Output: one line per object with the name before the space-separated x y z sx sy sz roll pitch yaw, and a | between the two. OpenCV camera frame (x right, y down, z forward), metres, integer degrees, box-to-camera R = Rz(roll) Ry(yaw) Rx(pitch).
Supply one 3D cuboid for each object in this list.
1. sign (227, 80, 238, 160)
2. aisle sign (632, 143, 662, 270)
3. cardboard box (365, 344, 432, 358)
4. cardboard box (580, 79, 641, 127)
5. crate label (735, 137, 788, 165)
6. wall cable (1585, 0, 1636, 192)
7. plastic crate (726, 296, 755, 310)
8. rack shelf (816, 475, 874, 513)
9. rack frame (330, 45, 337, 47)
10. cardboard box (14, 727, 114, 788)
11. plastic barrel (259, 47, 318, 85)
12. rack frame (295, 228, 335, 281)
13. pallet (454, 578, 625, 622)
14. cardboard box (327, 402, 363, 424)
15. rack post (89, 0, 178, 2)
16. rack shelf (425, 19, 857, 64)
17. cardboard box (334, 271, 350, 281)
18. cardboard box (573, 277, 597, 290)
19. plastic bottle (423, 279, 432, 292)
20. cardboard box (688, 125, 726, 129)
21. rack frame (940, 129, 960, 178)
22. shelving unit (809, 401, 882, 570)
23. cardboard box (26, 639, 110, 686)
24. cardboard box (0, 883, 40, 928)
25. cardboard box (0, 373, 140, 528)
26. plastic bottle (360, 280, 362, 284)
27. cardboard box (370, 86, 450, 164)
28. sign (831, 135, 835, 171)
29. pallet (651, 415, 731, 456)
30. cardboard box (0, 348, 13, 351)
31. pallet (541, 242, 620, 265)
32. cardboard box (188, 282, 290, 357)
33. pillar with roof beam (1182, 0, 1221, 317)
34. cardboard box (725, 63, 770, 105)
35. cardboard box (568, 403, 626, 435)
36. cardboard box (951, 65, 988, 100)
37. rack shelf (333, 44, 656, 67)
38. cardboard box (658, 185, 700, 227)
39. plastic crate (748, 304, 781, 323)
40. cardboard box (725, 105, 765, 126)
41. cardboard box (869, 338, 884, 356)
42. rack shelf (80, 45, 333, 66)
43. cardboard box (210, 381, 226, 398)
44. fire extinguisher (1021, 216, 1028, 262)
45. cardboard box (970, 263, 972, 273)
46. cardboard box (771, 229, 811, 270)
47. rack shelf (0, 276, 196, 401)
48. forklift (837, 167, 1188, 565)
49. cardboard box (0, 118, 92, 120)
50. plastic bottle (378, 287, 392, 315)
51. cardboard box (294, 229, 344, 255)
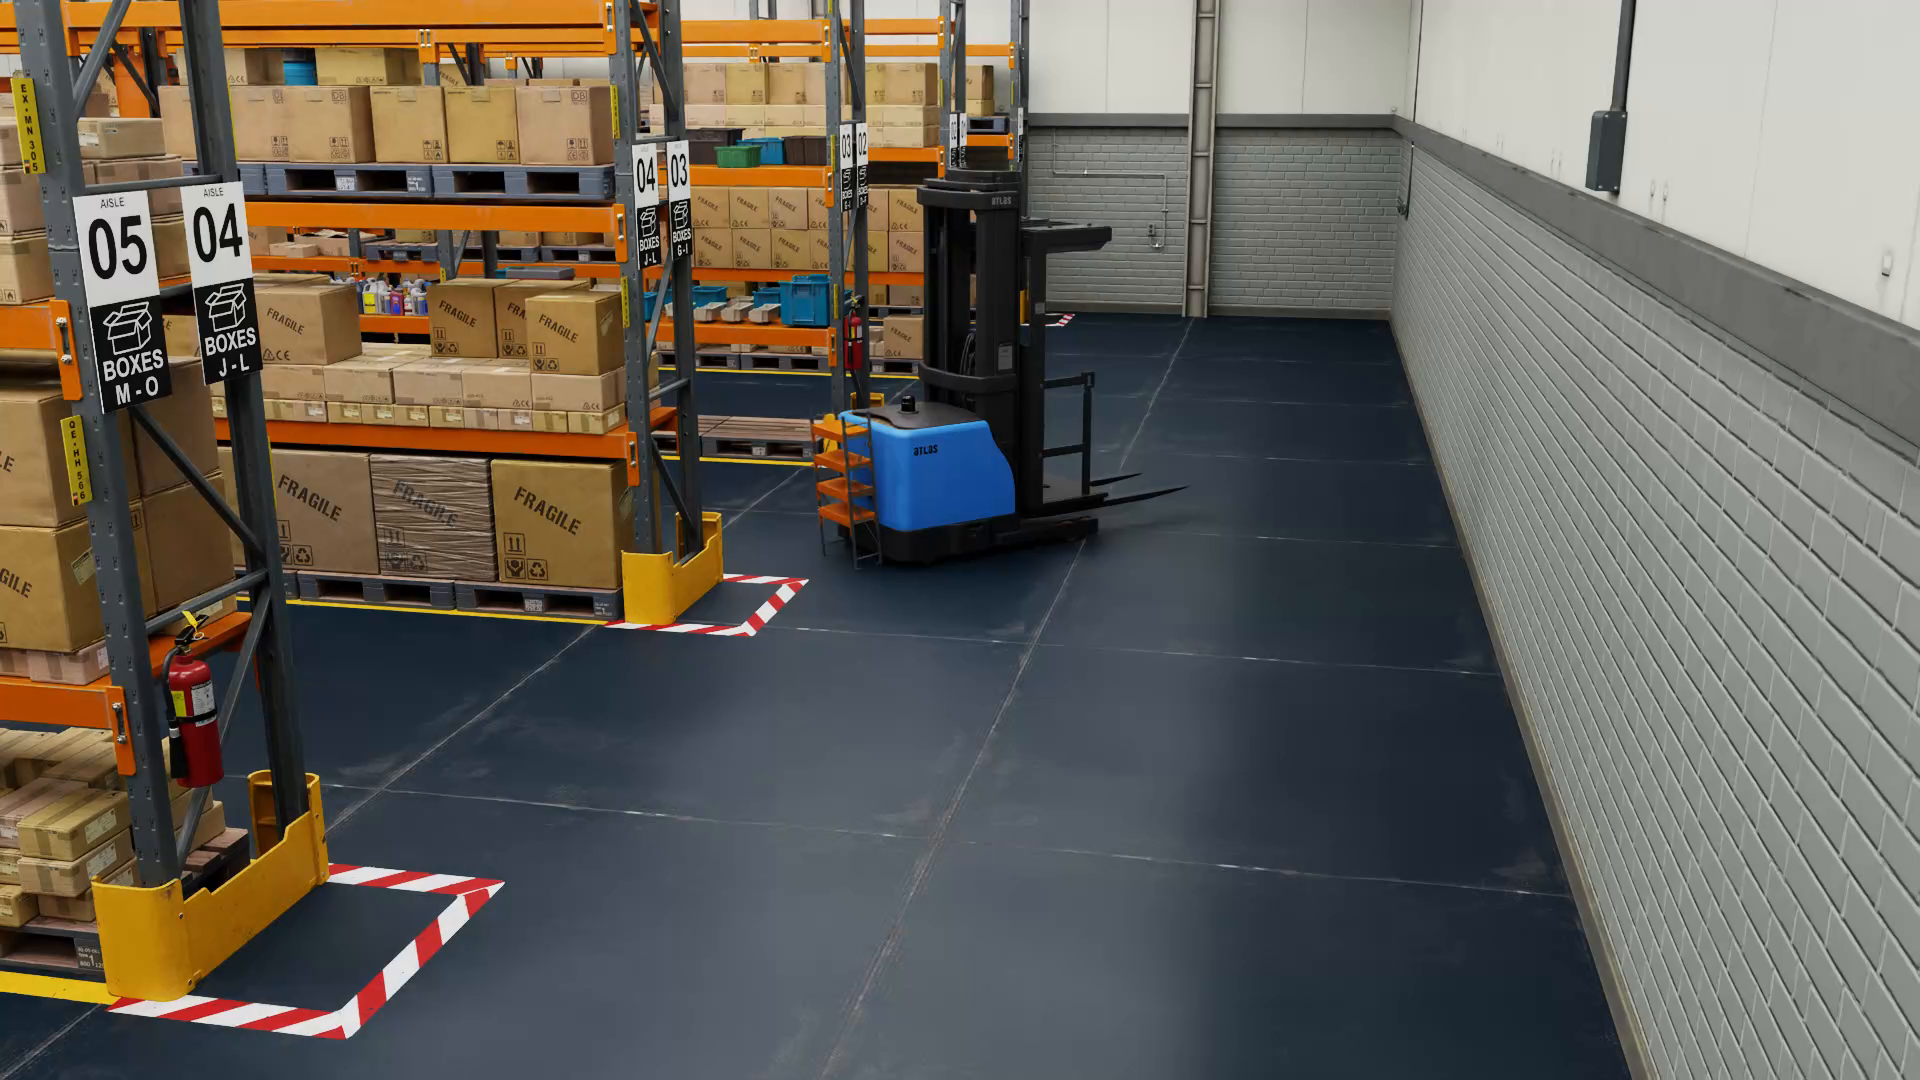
sign | -3.042 -1.738 6.889 0.005 0.325 0.100 3 16 11
aisle sign | -2.052 -2.191 10.915 0.004 0.787 0.394 3 16 11
cardboard box | -3.994 -1.268 12.175 0.500 0.250 0.500 3 16 10
cardboard box | -4.484 -5.615 21.365 0.600 0.600 0.600 2 16 6
crate label | -1.915 -3.824 16.338 0.502 0.251 0.408 3 16 11
wall cable | 2.792 -4.260 5.988 0.120 5.999 2.277 3 16 11
plastic crate | -2.215 -2.393 16.892 0.298 0.136 0.250 3 16 11
rack shelf | -0.872 -0.357 12.750 0.258 0.148 0.480 -15 21 -32
rack frame | -7.925 -6.929 21.649 0.127 3.000 1.000 3 16 11
cardboard box | -4.111 1.009 7.669 0.250 0.149 0.380 3 16 11
plastic barrel | -6.698 -4.470 16.664 0.708 0.901 0.600 3 16 11
rack frame | -10.861 -5.547 27.897 0.127 3.000 1.000 3 16 11
pallet | -2.862 0.301 12.011 1.213 0.211 1.003 3 16 11
cardboard box | -4.231 -0.927 11.692 0.250 0.149 0.380 3 16 9
rack post | -8.197 -5.569 16.881 0.937 0.300 0.954 3 16 11
rack shelf | -3.036 -4.775 15.969 4.000 0.370 1.077 3 16 11
cardboard box | -10.136 -4.519 28.046 0.500 0.500 0.700 4 16 13
cardboard box | -6.247 -4.427 27.094 0.750 0.750 0.750 3 16 10
plastic bottle | -5.613 -2.612 17.544 0.097 0.271 0.097 0 15 0
cardboard box | -3.088 -5.080 20.874 0.500 0.250 0.500 3 16 11
rack frame | -0.085 -3.612 20.913 0.127 3.000 1.000 3 16 11
shelving unit | -0.876 -0.421 12.729 0.258 1.200 0.503 -15 21 -32
cardboard box | -3.526 0.449 6.723 0.250 0.149 0.380 3 16 11
cardboard box | -3.980 1.482 7.076 0.250 0.149 0.380 4 16 13
cardboard box | -3.648 -0.361 6.561 0.500 0.500 0.500 3 16 10
plastic bottle | -6.311 -2.603 17.504 0.135 0.276 0.152 3 16 11
cardboard box | -3.627 -2.855 11.400 0.500 0.500 0.700 2 16 7
sign | -1.169 -3.567 15.327 0.005 0.325 0.100 3 16 11
pallet | -3.068 -1.092 17.040 1.213 0.211 1.003 3 16 11
cardboard box | -6.979 -1.263 12.247 0.500 0.500 0.500 4 16 13
pallet | -4.766 -3.804 21.964 1.213 0.211 1.003 3 16 11
cardboard box | -5.083 -1.546 11.772 0.500 0.500 0.500 3 16 11
pillar with roof beam | 2.859 -6.756 21.024 0.400 9.000 9.100 3 16 11
cardboard box | -2.568 -5.696 20.757 0.500 0.500 0.700 3 16 11
cardboard box | -2.477 -0.833 11.350 0.250 0.149 0.380 3 16 12
cardboard box | 0.127 -6.861 24.925 0.500 0.500 0.500 3 16 11
rack shelf | -5.965 -6.283 21.414 4.000 0.370 1.077 3 16 11
cardboard box | -3.599 -4.256 21.179 0.500 0.500 0.500 4 16 13
plastic crate | -1.911 -2.214 16.249 0.243 0.136 0.396 3 16 11
cardboard box | -2.600 -5.293 20.705 0.500 0.250 0.500 3 16 11
cardboard box | -1.046 -2.468 21.267 0.250 0.166 0.380 3 16 11
rack shelf | -9.884 -6.496 22.182 4.000 0.370 1.077 3 16 11
cardboard box | -5.088 -1.184 11.869 0.500 0.250 0.500 3 16 11
fire extinguisher | 0.954 -4.563 25.188 0.183 0.674 0.296 3 16 11
cardboard box | 0.030 -4.189 25.676 0.250 0.149 0.380 3 16 10
cardboard box | -2.069 -3.695 21.023 0.500 0.500 0.500 3 16 10
rack shelf | -5.110 -0.934 6.974 4.000 0.370 1.077 3 16 11
forklift | 0.523 -1.507 13.441 3.031 2.935 1.130 -10 18 -33
cardboard box | -3.668 -1.630 6.737 0.250 0.149 0.380 4 16 13
plastic bottle | -5.804 -2.425 16.862 0.135 0.276 0.152 3 16 11
cardboard box | -8.762 -4.093 22.816 0.500 0.311 0.500 3 16 10
